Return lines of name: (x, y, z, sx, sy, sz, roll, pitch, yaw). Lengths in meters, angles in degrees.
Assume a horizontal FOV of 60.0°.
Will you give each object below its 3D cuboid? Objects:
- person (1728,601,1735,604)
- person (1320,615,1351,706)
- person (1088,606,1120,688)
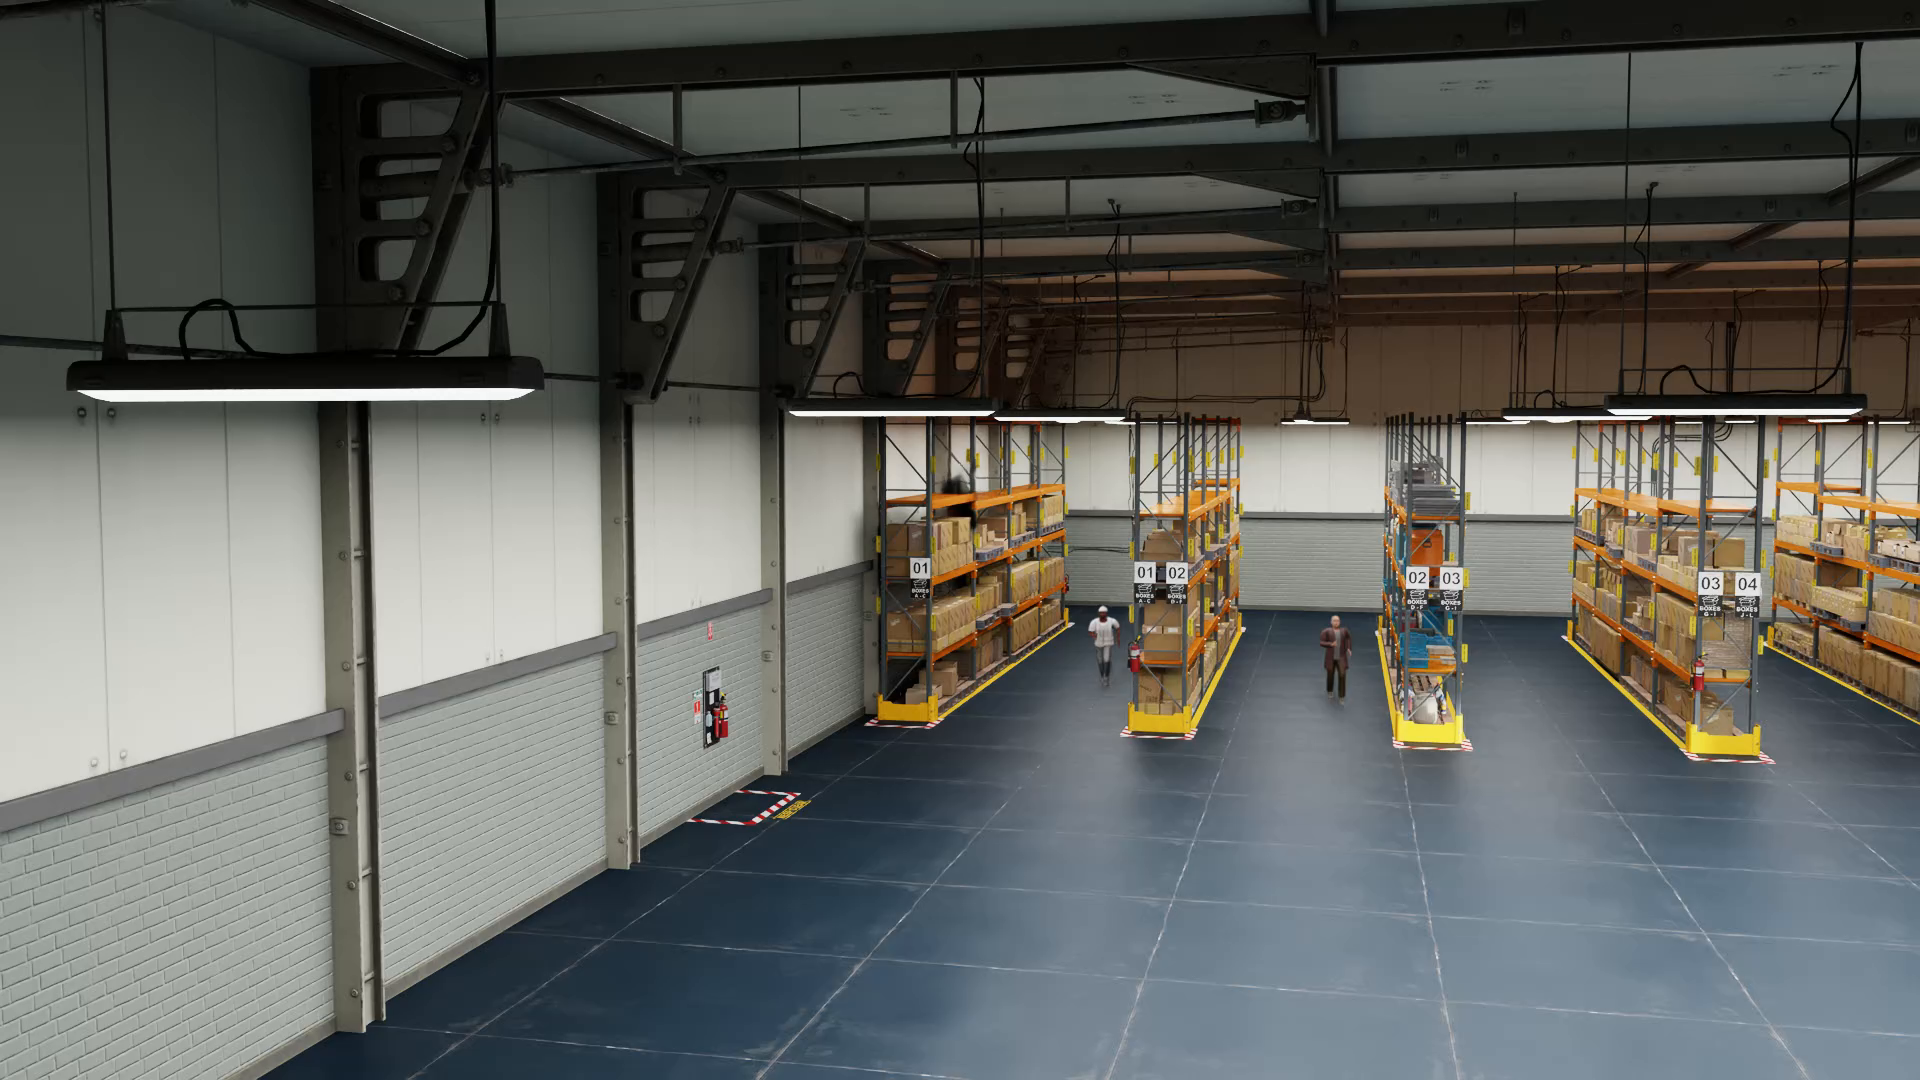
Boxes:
person: (19.671, 1.990, 42.377, 0.690, 1.774, 0.926, 1, 4, 19)
person: (7.808, 2.480, 34.576, 0.678, 1.829, 0.923, 0, 4, 6)
person: (3.179, 2.359, 36.794, 0.668, 1.808, 0.823, 1, 4, 15)
